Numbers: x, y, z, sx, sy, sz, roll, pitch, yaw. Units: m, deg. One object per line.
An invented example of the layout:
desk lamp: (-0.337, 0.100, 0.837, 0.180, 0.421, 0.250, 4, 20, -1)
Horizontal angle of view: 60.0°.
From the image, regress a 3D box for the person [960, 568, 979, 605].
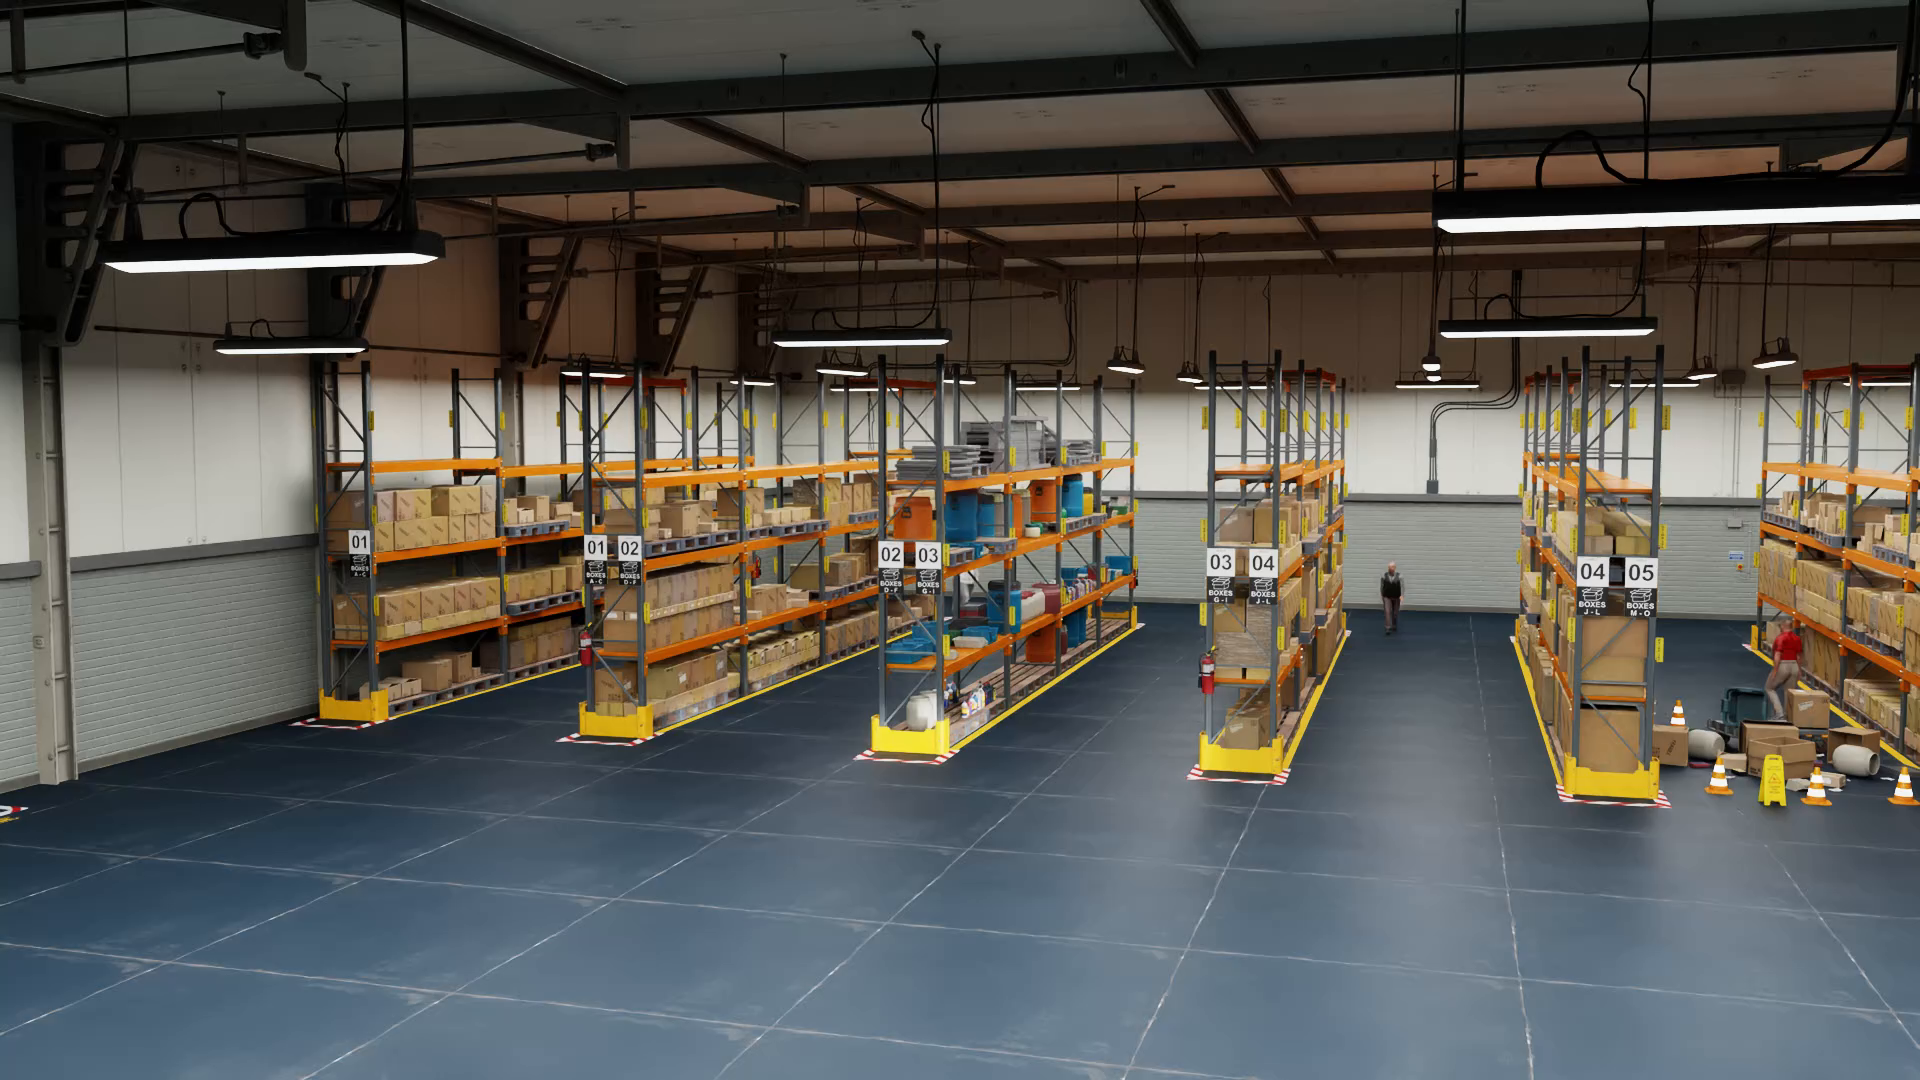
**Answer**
person: (0.203, 1.073, 42.651, 0.549, 1.707, 1.103, -2, 5, -26)

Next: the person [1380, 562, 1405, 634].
person: (10.177, 1.361, 39.135, 0.557, 1.665, 1.068, 1, 4, 13)

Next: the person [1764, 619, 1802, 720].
person: (13.658, 2.184, 27.534, 0.574, 1.750, 0.414, -1, 4, -13)
